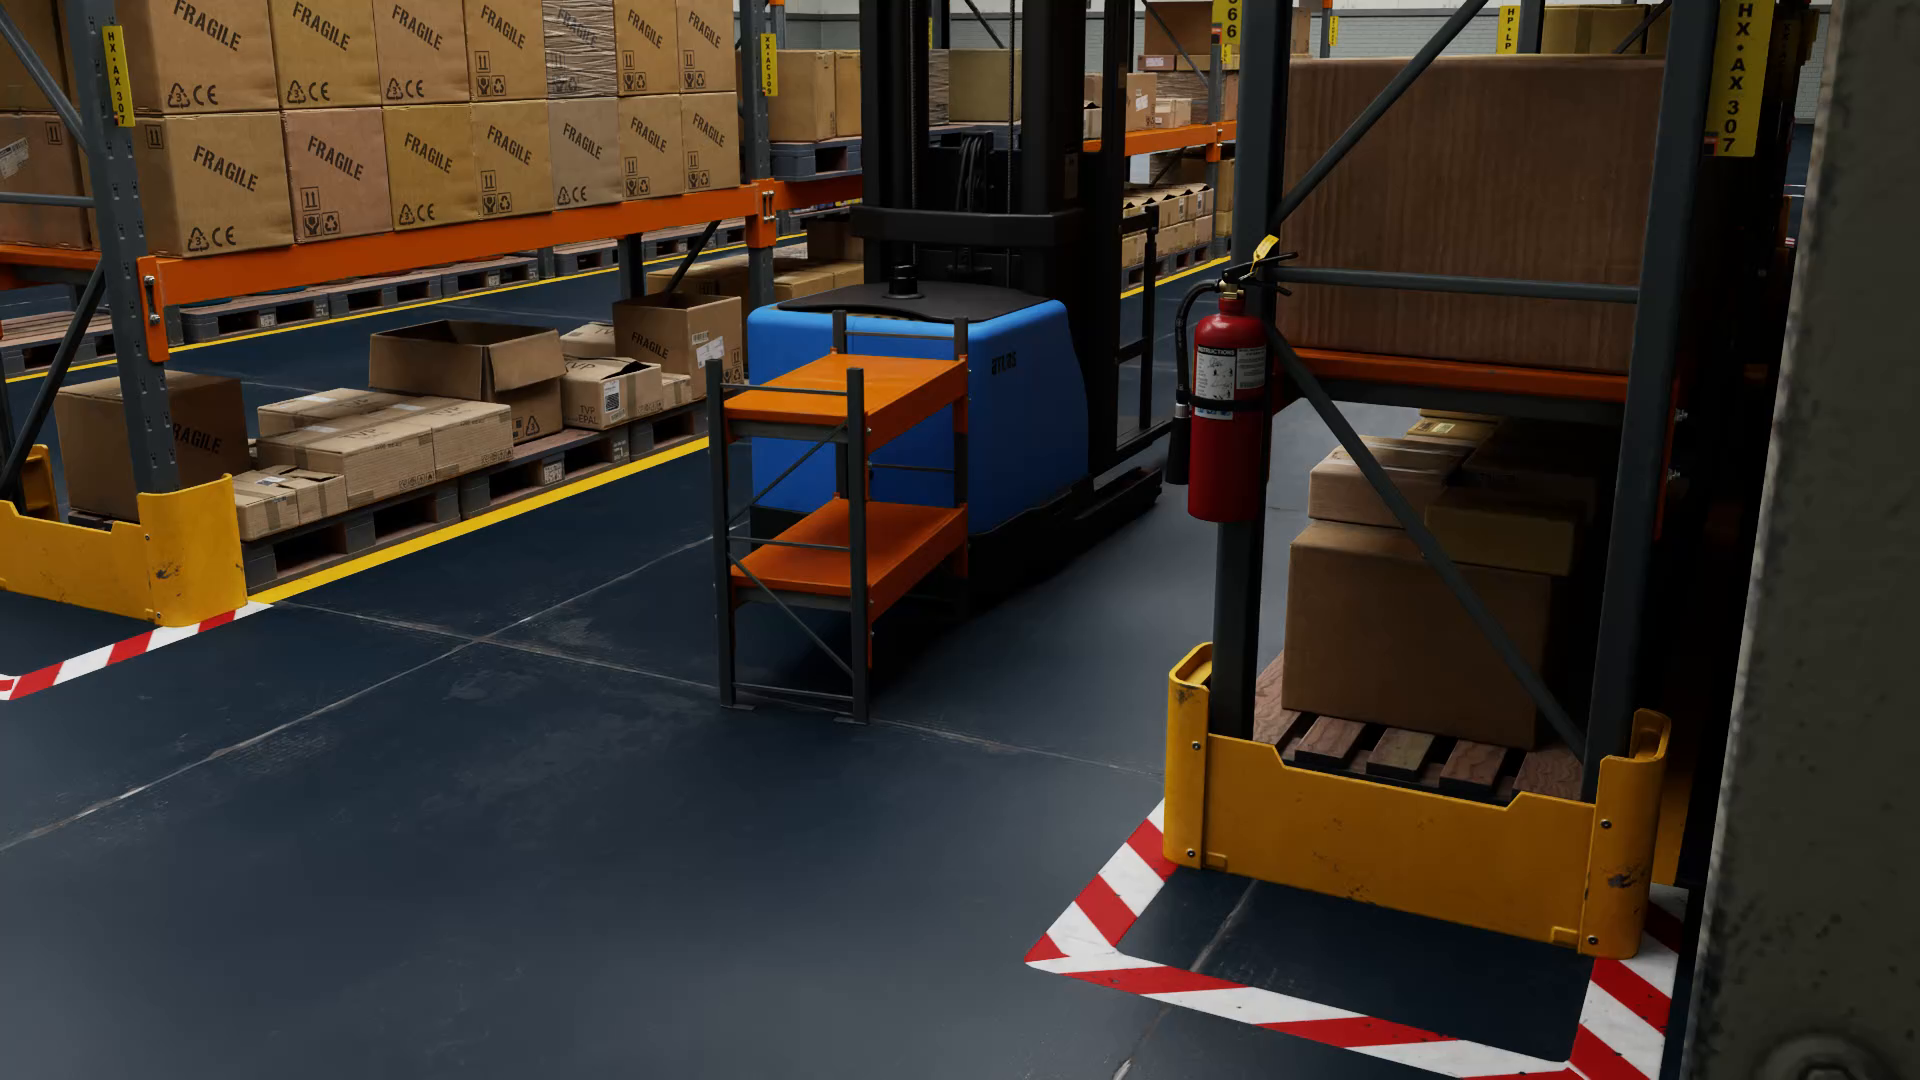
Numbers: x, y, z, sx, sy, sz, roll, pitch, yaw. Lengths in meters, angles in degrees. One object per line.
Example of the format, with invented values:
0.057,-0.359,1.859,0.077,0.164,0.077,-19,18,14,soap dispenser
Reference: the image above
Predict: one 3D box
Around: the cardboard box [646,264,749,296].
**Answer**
-1.563,-1.404,10.211,0.500,0.500,0.500,8,18,25,cardboard box

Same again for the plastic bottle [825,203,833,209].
-1.566,-4.040,19.348,0.144,0.351,0.185,7,18,23,plastic bottle

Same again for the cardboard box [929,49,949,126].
-0.500,-3.114,11.437,0.700,0.500,0.500,12,21,36,cardboard box

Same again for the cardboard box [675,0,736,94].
-1.521,-2.595,8.670,0.500,0.500,0.500,8,18,26,cardboard box

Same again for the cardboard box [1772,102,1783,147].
4.718,-2.665,10.106,0.500,0.500,0.500,8,18,26,cardboard box

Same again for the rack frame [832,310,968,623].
-0.214,-0.261,6.035,0.500,1.125,0.032,5,17,17,rack frame

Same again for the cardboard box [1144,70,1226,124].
2.240,-4.429,16.601,0.700,0.500,0.500,8,18,24,cardboard box

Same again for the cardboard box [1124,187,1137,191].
1.412,-3.219,15.809,0.500,0.311,0.500,8,18,25,cardboard box

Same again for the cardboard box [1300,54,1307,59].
3.719,-5.457,18.921,0.380,0.149,0.250,9,19,27,cardboard box

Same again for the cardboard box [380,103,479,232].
-2.428,-1.598,7.068,0.500,0.500,0.500,8,18,25,cardboard box

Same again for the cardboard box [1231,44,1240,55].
2.465,-5.180,16.850,0.700,0.500,0.500,8,18,25,cardboard box

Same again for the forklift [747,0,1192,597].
0.283,-1.565,7.255,1.130,2.935,3.031,8,18,26,forklift

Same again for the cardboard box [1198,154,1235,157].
2.751,-3.717,17.153,0.500,0.500,0.500,8,18,25,cardboard box

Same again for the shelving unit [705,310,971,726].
-0.370,-0.123,5.571,0.538,1.125,1.048,5,17,17,shelving unit

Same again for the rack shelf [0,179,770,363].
-2.421,-1.375,7.759,1.077,0.370,4.000,8,18,25,rack shelf

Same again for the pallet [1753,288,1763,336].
5.590,-1.791,12.792,1.003,0.211,1.213,8,18,25,pallet

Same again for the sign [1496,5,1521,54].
2.416,-2.184,7.323,0.100,0.325,0.005,8,18,25,sign

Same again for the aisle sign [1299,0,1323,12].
4.127,-6.512,19.223,0.394,0.787,0.004,8,18,25,aisle sign

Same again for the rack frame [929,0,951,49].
-0.595,-5.917,21.787,1.000,3.000,0.127,8,18,25,rack frame

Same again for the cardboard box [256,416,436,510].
-2.594,-0.333,7.043,0.500,0.250,0.500,8,18,25,cardboard box

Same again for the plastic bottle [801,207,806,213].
-1.802,-3.819,18.865,0.097,0.201,0.097,0,17,0,plastic bottle

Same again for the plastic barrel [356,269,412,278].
-4.877,-2.510,13.815,0.600,0.588,0.708,8,18,25,plastic barrel

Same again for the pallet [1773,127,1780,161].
4.917,-2.722,11.367,1.213,0.211,1.003,8,18,25,pallet

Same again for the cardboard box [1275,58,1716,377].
1.338,-0.856,4.221,0.980,0.700,0.700,9,19,28,cardboard box

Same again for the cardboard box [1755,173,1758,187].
4.109,-1.997,8.994,0.380,0.149,0.250,8,18,24,cardboard box

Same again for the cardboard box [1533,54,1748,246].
2.649,-1.608,6.752,0.980,0.700,0.700,8,19,26,cardboard box

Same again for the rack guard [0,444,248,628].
-3.280,-0.032,6.362,1.175,0.500,0.348,8,18,25,rack guard

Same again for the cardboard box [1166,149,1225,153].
2.513,-3.910,17.803,0.500,0.500,0.500,8,18,25,cardboard box

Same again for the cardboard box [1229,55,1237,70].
2.567,-4.800,16.710,0.380,0.149,0.250,8,18,24,cardboard box

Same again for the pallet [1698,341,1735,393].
4.274,-1.091,10.436,1.003,0.211,1.213,8,18,25,pallet

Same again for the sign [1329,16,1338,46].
4.314,-5.882,19.219,0.100,0.325,0.005,8,18,25,sign

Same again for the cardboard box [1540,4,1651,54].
2.886,-2.311,7.597,0.500,0.250,0.500,9,19,27,cardboard box

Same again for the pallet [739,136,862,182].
-1.072,-2.327,10.037,1.003,0.211,1.213,8,18,25,pallet

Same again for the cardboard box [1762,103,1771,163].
3.792,-2.147,8.360,0.500,0.500,0.500,8,18,24,cardboard box

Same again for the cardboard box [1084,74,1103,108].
0.995,-3.726,14.233,0.500,0.500,0.500,7,18,22,cardboard box

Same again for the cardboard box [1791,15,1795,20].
4.723,-3.030,10.017,0.500,0.250,0.500,9,19,27,cardboard box

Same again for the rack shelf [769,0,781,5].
-3.276,-5.482,16.317,1.077,0.370,4.000,8,18,25,rack shelf

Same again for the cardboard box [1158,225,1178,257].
1.666,-2.749,15.212,0.500,0.250,0.500,9,19,27,cardboard box

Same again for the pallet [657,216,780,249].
-2.698,-3.357,18.064,1.003,0.211,1.213,8,18,25,pallet

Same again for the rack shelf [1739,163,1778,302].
3.800,-1.765,9.070,1.077,0.370,4.000,8,18,25,rack shelf

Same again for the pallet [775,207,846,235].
-2.045,-3.727,19.312,1.003,0.211,1.213,8,18,25,pallet

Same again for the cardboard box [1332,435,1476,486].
1.350,-0.207,5.077,0.380,0.149,0.250,9,19,27,cardboard box

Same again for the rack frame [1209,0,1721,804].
1.119,-0.581,3.822,1.000,3.000,0.127,8,18,25,rack frame

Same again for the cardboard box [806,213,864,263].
-0.646,-1.949,10.726,0.500,0.250,0.500,8,18,25,cardboard box

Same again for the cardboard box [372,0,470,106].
-2.425,-2.078,6.931,0.500,0.500,0.500,8,18,26,cardboard box

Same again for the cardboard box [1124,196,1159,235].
1.443,-2.892,14.709,0.500,0.311,0.500,8,18,25,cardboard box

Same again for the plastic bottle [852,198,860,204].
-1.293,-4.196,19.872,0.144,0.351,0.185,9,19,28,plastic bottle

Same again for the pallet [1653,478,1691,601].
2.496,-0.080,7.031,1.003,0.211,1.213,8,18,25,pallet

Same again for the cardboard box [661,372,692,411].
-1.642,-0.789,8.757,0.380,0.149,0.250,8,18,25,cardboard box

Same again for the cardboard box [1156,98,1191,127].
1.867,-4.064,15.812,0.500,0.250,0.500,9,19,29,cardboard box

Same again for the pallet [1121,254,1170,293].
1.209,-2.426,14.930,1.003,0.211,1.213,8,18,25,pallet

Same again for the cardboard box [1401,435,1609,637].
1.790,-0.031,5.622,0.700,0.500,0.500,7,18,24,cardboard box

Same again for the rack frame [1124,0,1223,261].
2.048,-4.267,16.232,1.000,3.000,0.127,8,18,25,rack frame

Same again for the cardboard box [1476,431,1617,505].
1.803,-0.222,5.126,0.380,0.149,0.250,8,18,26,cardboard box

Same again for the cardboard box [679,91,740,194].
-1.521,-2.117,8.819,0.500,0.500,0.500,8,19,26,cardboard box

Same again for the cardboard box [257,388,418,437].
-2.840,-0.511,7.644,0.500,0.250,0.500,8,18,25,cardboard box

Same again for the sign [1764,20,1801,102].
3.403,-1.983,6.882,0.100,0.325,0.005,8,18,25,sign
